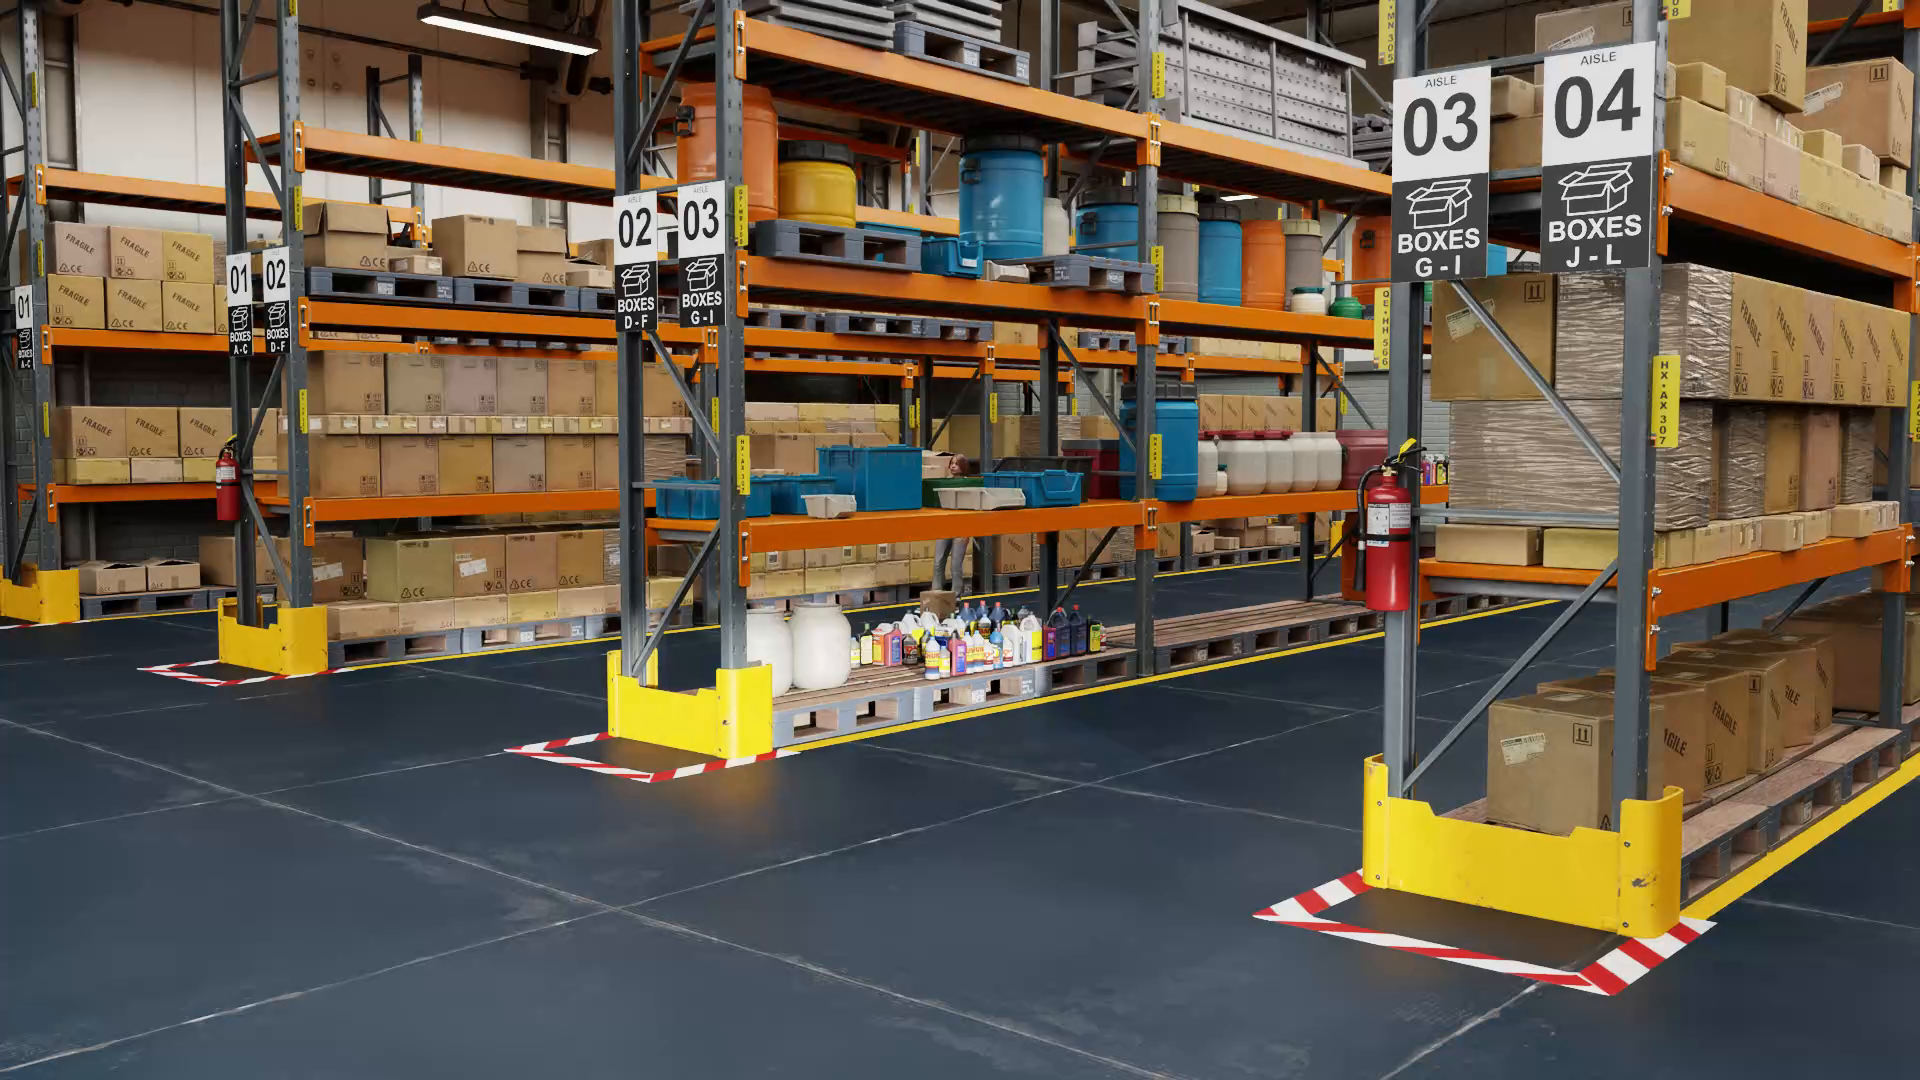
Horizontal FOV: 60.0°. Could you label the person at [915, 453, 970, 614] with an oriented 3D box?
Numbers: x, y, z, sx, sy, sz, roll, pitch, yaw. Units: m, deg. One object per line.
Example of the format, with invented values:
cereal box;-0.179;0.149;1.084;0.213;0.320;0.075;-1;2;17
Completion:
person;-0.121;-0.057;16.462;0.521;1.597;0.475;3;5;42
